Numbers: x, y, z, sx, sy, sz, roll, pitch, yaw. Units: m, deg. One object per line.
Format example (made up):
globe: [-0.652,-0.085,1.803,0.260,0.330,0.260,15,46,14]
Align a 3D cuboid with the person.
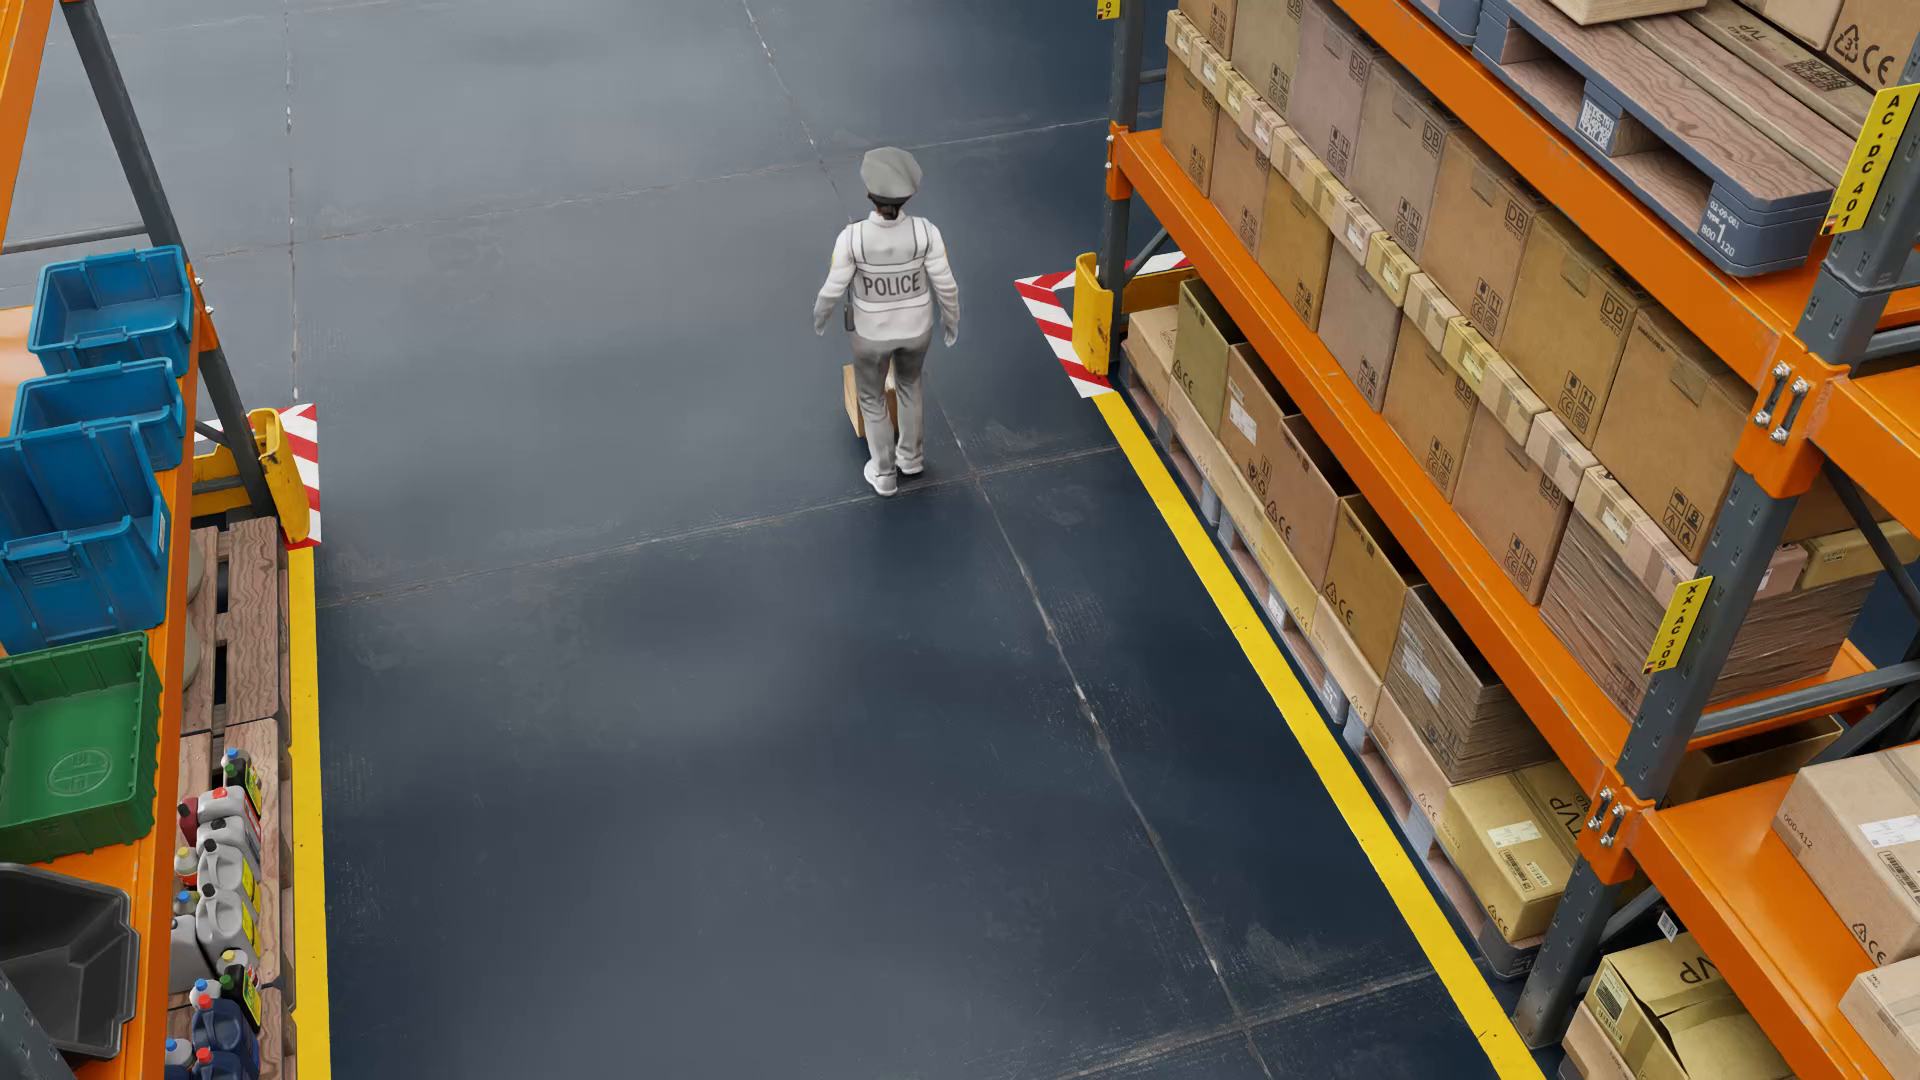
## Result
person: [-0.313,-0.896,7.182,0.611,1.754,0.389,-11,44,-12]
